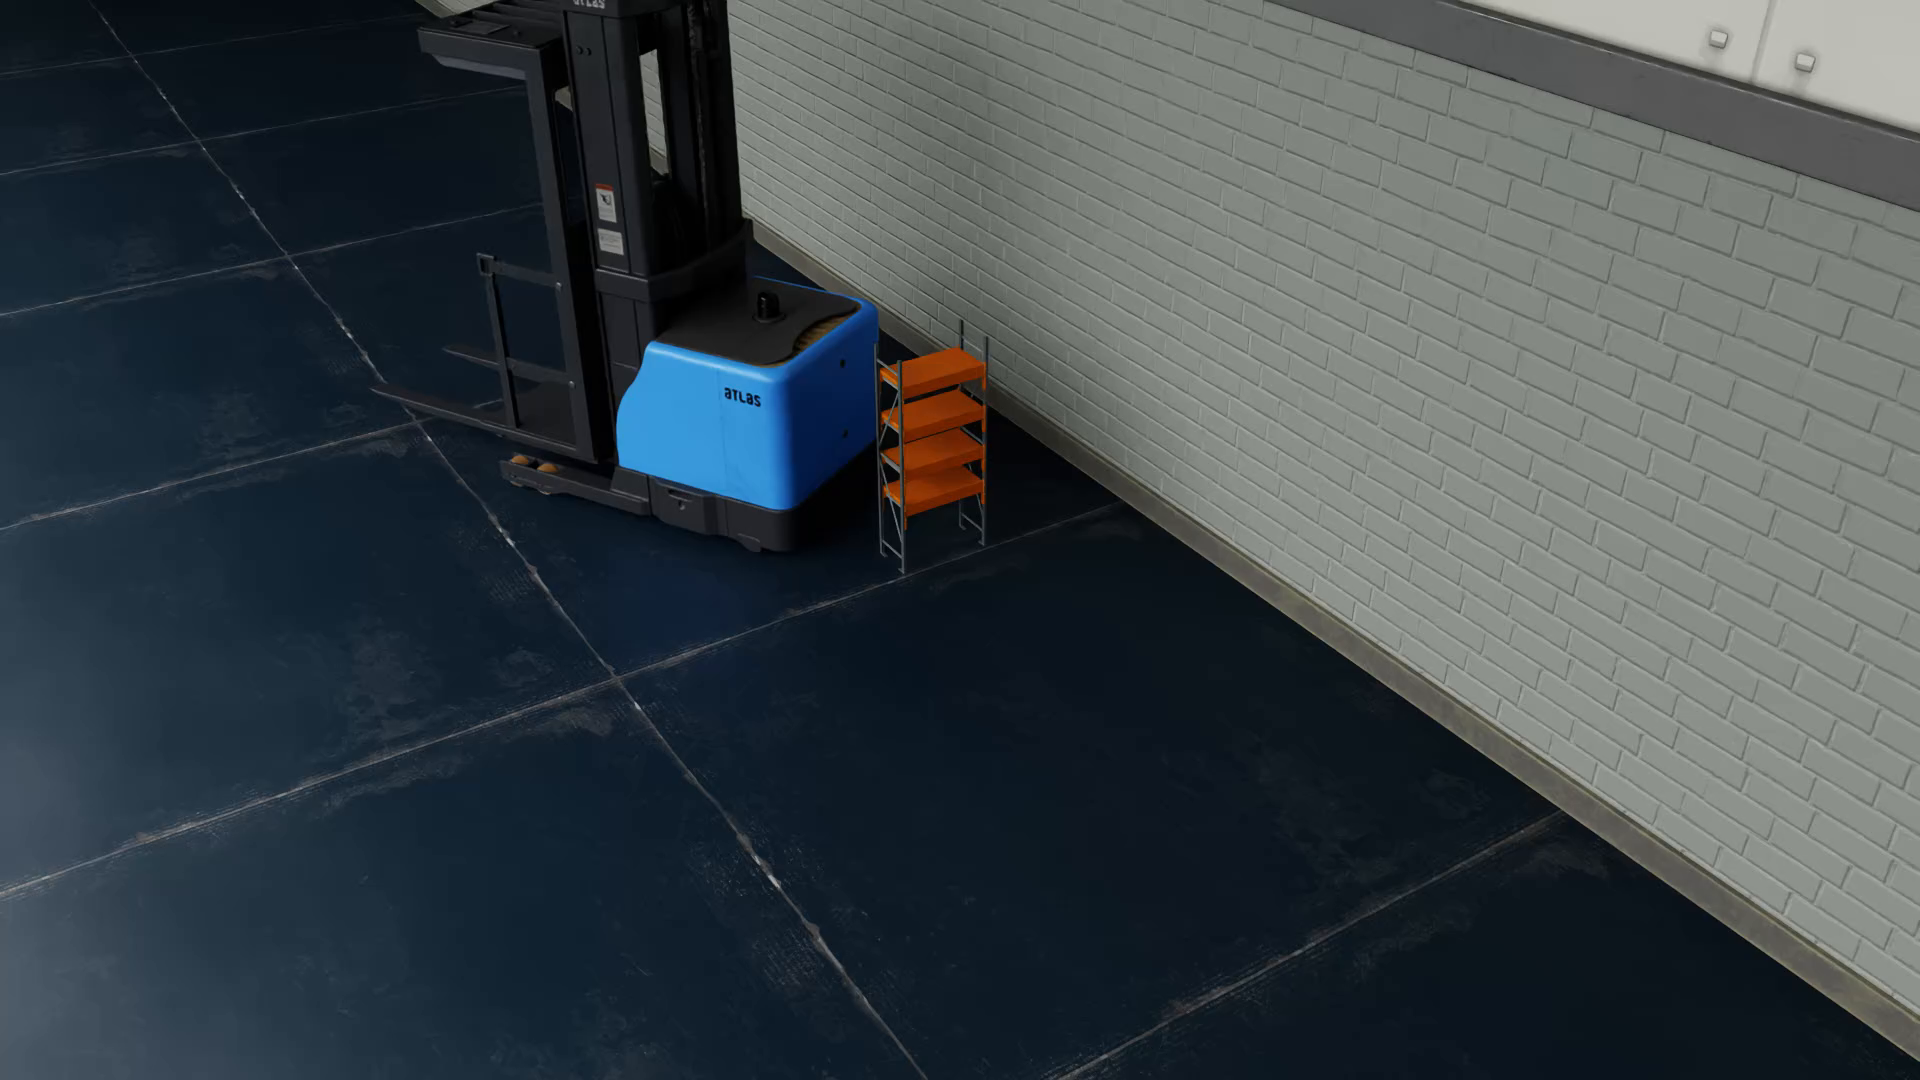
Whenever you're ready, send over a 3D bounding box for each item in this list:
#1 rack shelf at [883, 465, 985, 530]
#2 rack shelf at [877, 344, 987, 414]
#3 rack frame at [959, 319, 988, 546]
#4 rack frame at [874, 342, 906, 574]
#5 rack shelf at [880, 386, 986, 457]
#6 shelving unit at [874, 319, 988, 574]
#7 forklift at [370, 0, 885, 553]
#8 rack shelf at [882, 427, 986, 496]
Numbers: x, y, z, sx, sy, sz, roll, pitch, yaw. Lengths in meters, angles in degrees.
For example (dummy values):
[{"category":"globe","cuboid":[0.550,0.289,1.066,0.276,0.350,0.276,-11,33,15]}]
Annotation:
[{"category":"rack shelf","cuboid":[-0.139,-0.235,8.496,0.480,0.148,0.258,-19,37,-27]},{"category":"rack shelf","cuboid":[-0.139,-0.792,8.144,0.480,0.148,0.258,-19,37,-27]},{"category":"rack frame","cuboid":[0.066,-0.530,8.466,0.015,1.200,0.240,-19,37,-27]},{"category":"rack frame","cuboid":[-0.344,-0.389,8.242,0.015,1.200,0.240,-19,37,-27]},{"category":"rack shelf","cuboid":[-0.139,-0.592,8.271,0.480,0.148,0.258,-19,37,-27]},{"category":"shelving unit","cuboid":[-0.139,-0.460,8.354,0.503,1.200,0.258,-19,37,-27]},{"category":"forklift","cuboid":[-1.961,-1.721,8.731,3.031,2.935,1.130,16,35,23]},{"category":"rack shelf","cuboid":[-0.139,-0.403,8.390,0.480,0.148,0.258,-19,37,-27]}]
